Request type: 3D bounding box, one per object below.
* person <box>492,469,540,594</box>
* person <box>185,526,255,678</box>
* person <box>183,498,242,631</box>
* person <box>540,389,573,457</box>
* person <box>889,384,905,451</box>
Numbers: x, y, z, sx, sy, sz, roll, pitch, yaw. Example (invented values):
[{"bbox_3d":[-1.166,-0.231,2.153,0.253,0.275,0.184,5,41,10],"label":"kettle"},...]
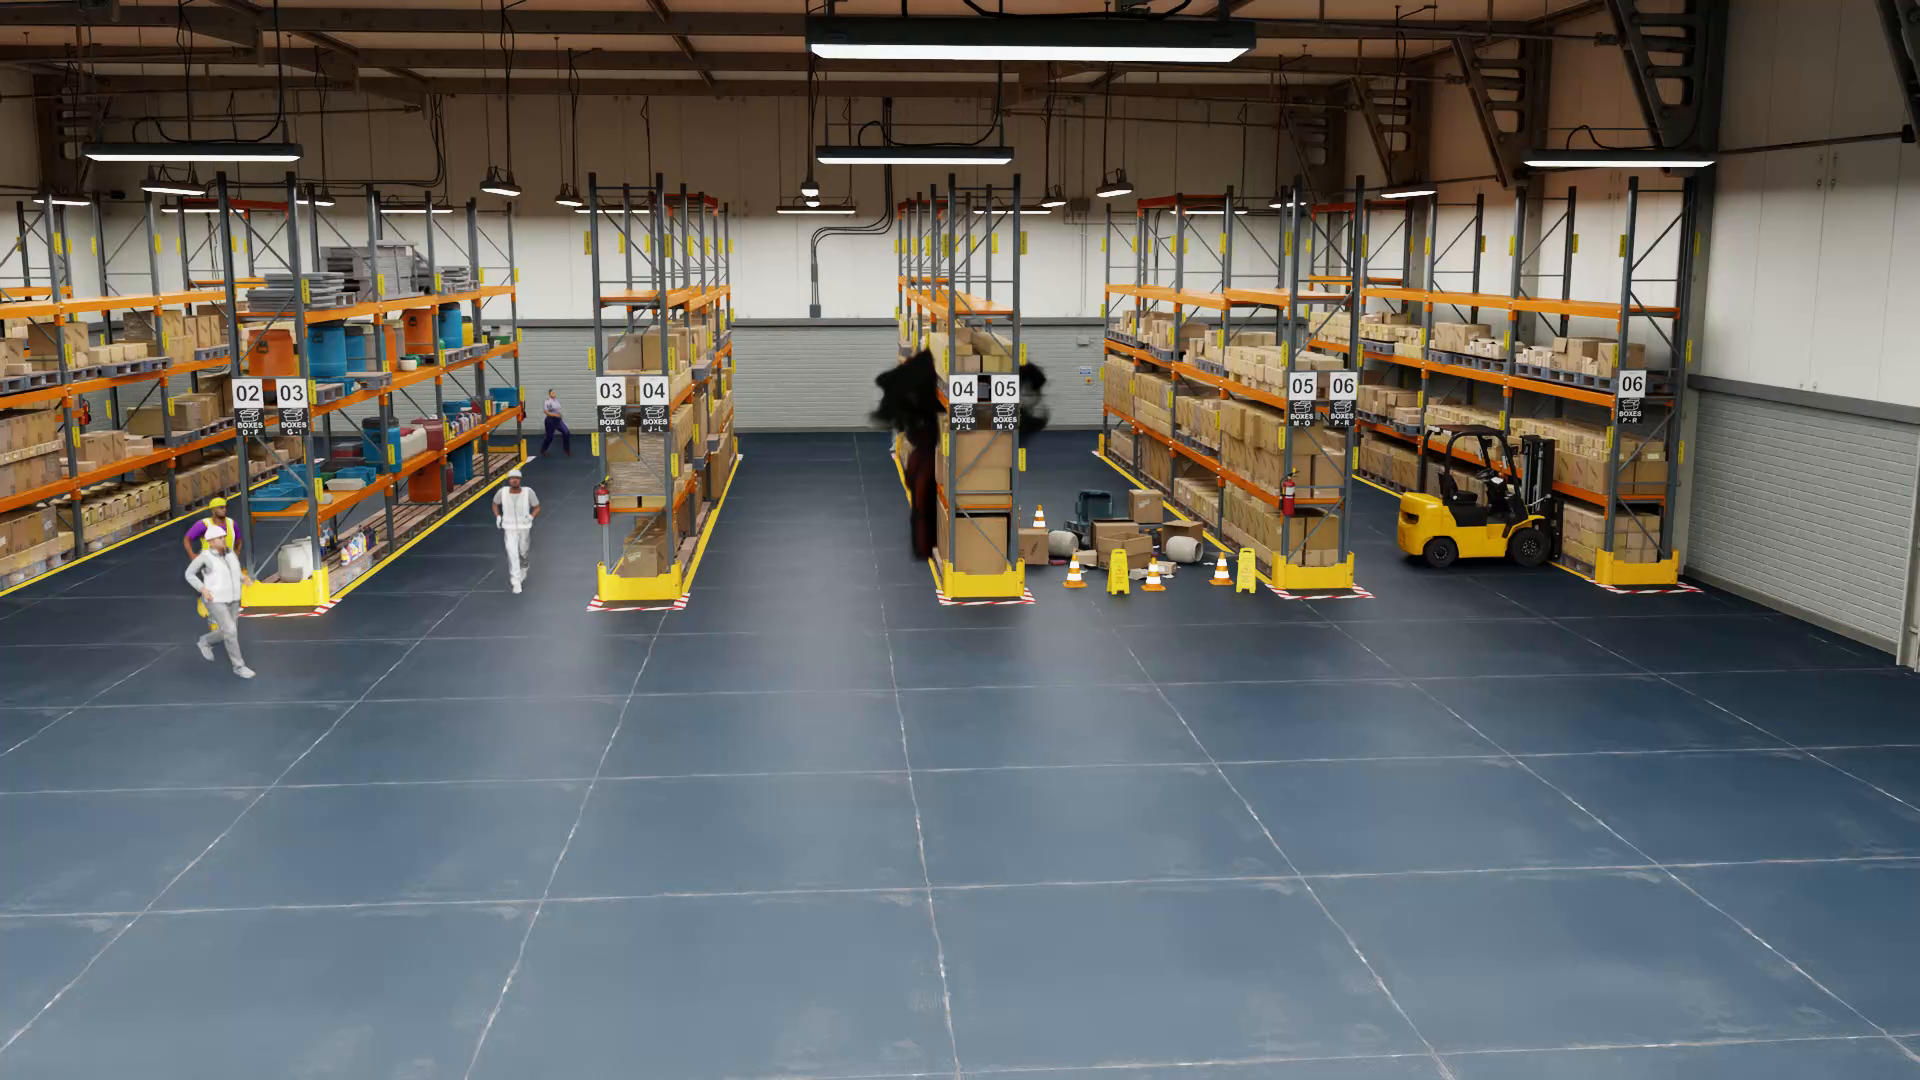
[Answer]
[{"bbox_3d":[-6.534,-0.161,24.543,0.687,1.802,0.896,-3,10,-15],"label":"person"},{"bbox_3d":[-8.721,0.712,19.613,0.931,1.778,0.663,4,11,22],"label":"person"},{"bbox_3d":[-9.875,0.299,22.087,0.804,1.730,0.754,9,13,41],"label":"person"},{"bbox_3d":[-9.746,-2.789,39.842,0.771,1.687,0.607,4,11,22],"label":"person"},{"bbox_3d":[-1.446,-3.093,41.112,0.689,1.761,0.873,8,13,40],"label":"person"}]
